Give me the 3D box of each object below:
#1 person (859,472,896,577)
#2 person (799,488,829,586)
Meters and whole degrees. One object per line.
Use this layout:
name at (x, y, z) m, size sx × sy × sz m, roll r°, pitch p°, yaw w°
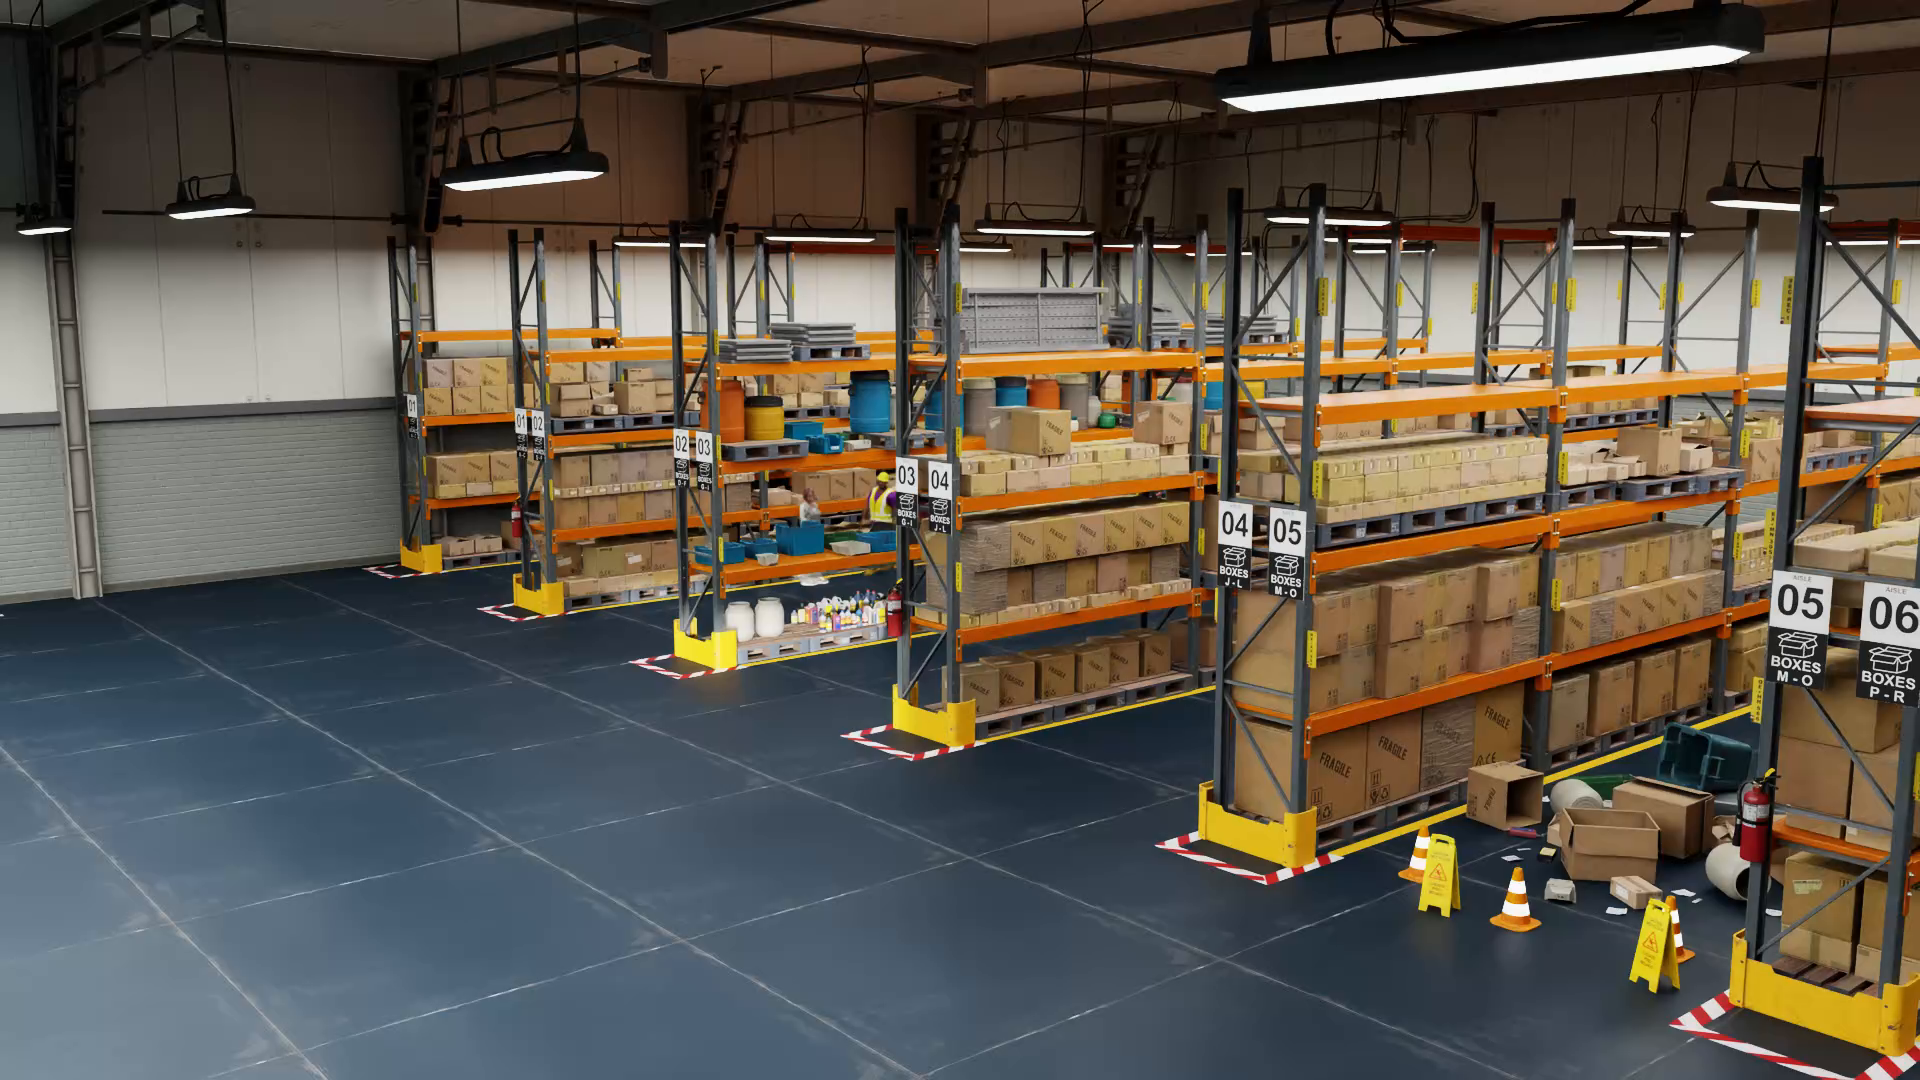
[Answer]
person at (-1.353, -0.283, 28.181) m, size 0.650 × 1.769 × 0.618 m, roll -7°, pitch 11°, yaw -37°
person at (-2.380, -0.058, 27.008) m, size 0.373 × 1.598 × 0.447 m, roll 4°, pitch 10°, yaw 24°
